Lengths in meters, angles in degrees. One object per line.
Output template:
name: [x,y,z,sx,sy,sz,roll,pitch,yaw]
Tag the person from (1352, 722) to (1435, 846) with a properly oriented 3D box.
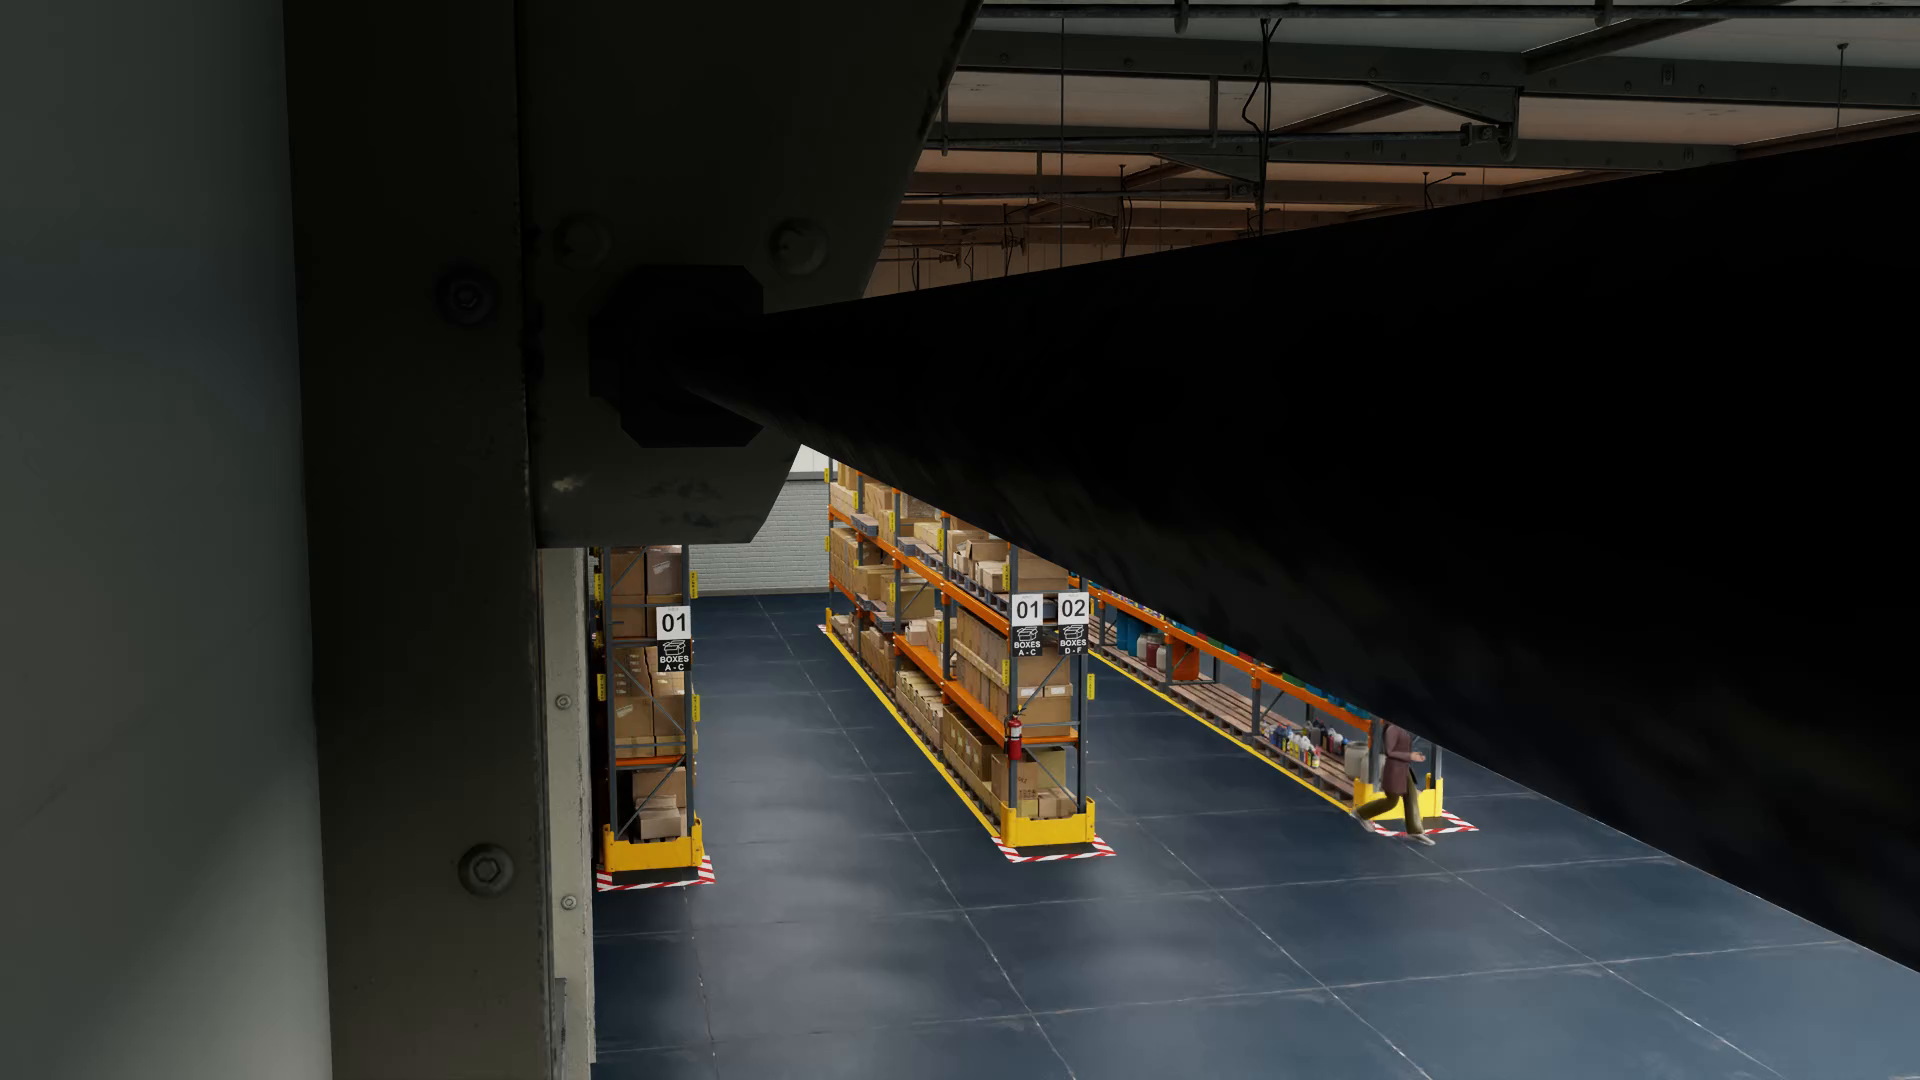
person: [5.514,2.949,21.081,1.042,1.790,0.710,4,8,28]
